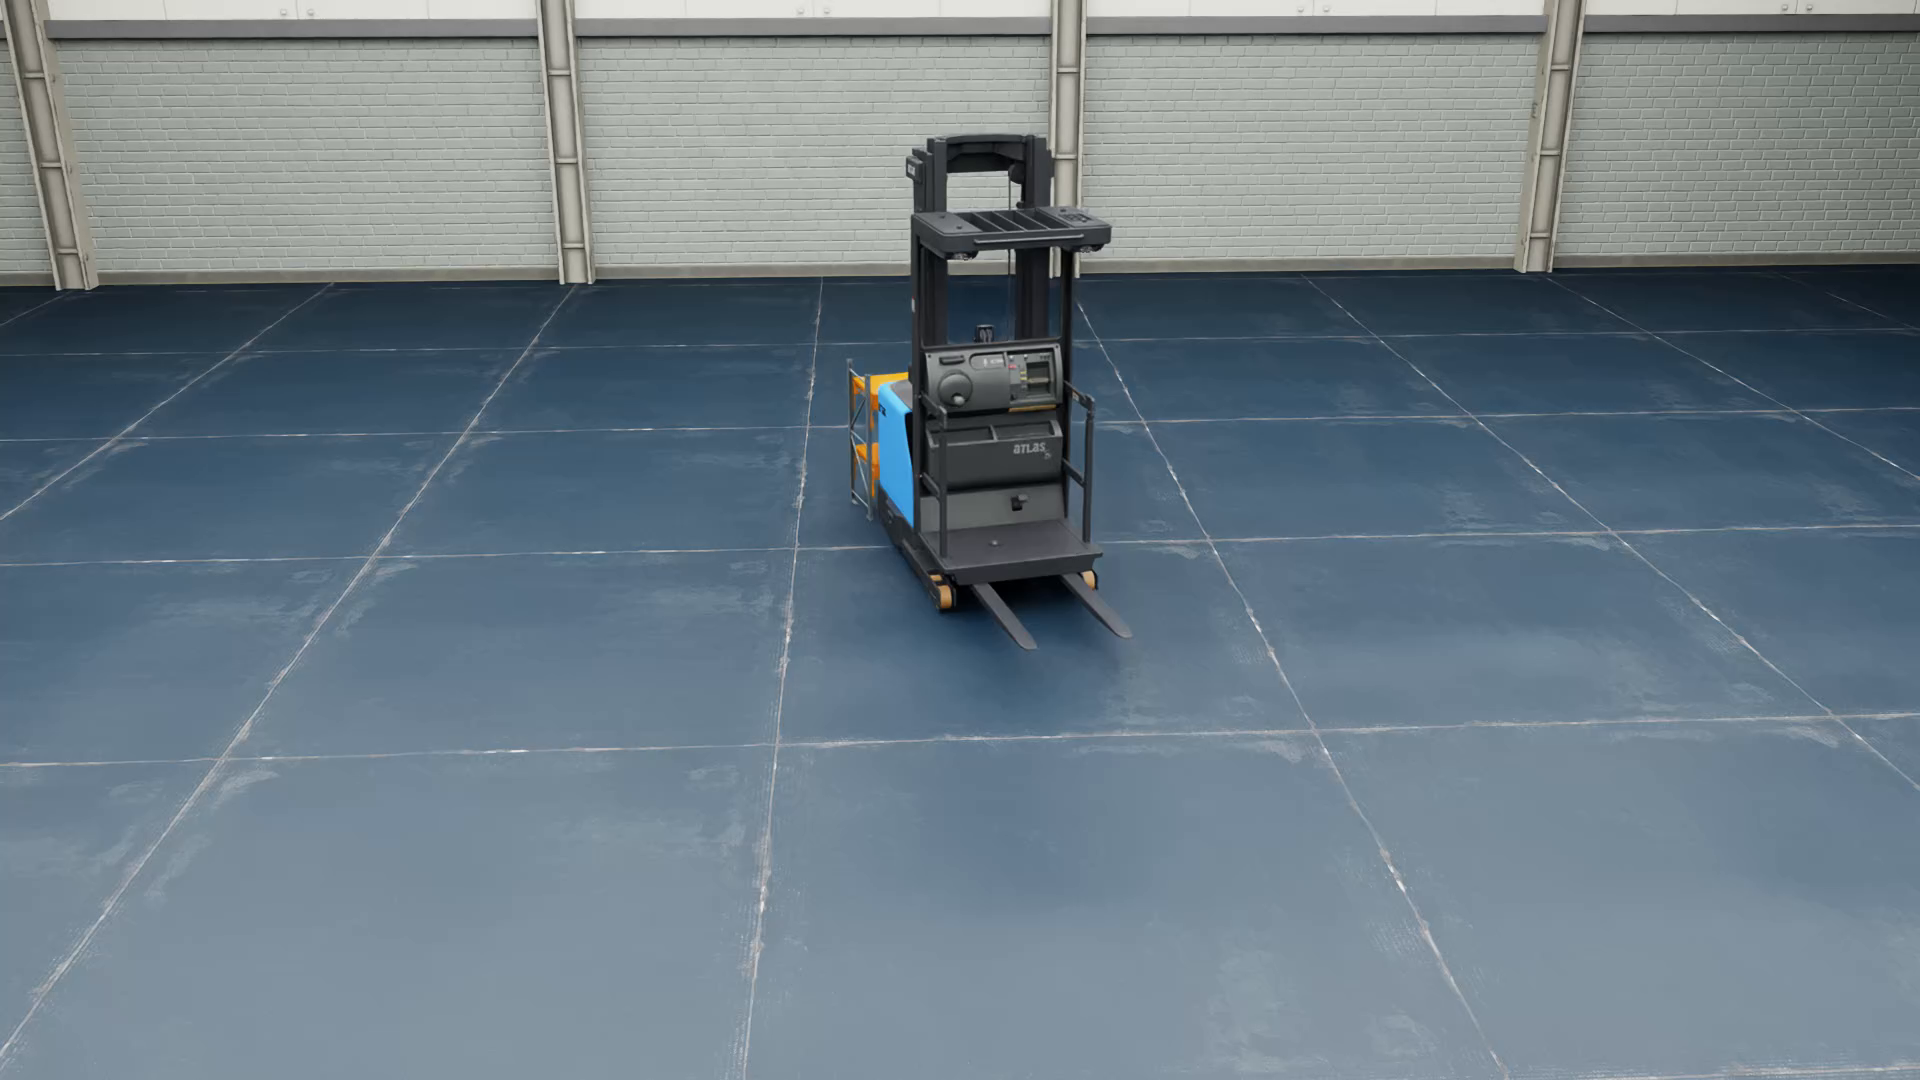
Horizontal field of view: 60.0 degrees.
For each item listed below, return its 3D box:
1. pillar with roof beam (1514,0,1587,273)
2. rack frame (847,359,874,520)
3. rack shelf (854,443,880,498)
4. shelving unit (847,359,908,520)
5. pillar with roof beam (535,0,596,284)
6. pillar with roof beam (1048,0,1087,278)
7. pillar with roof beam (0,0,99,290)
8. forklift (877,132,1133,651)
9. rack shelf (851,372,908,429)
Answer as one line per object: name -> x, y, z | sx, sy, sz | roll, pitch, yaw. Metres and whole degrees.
pillar with roof beam -> 7.519, -6.107, 15.514 | 0.400, 9.000, 9.100 | -1, 21, -3
rack frame -> -0.754, -0.759, 12.533 | 0.032, 1.125, 0.500 | -8, 22, -19
rack shelf -> -0.278, -0.594, 12.787 | 1.000, 0.278, 0.538 | -8, 22, -19
shelving unit -> -0.278, -0.822, 12.700 | 1.048, 1.125, 0.538 | -8, 22, -19
pillar with roof beam -> -4.461, -5.863, 14.874 | 0.400, 9.000, 9.100 | -1, 21, -3
pillar with roof beam -> 1.529, -5.985, 15.194 | 0.400, 9.000, 9.100 | -1, 21, -3
pillar with roof beam -> -10.451, -5.741, 14.554 | 0.400, 9.000, 9.100 | -1, 21, -3
forklift -> 0.290, -1.064, 10.797 | 1.130, 2.935, 3.031 | -6, 22, -15
rack shelf -> -0.278, -1.096, 12.596 | 1.000, 0.278, 0.538 | -8, 22, -19
